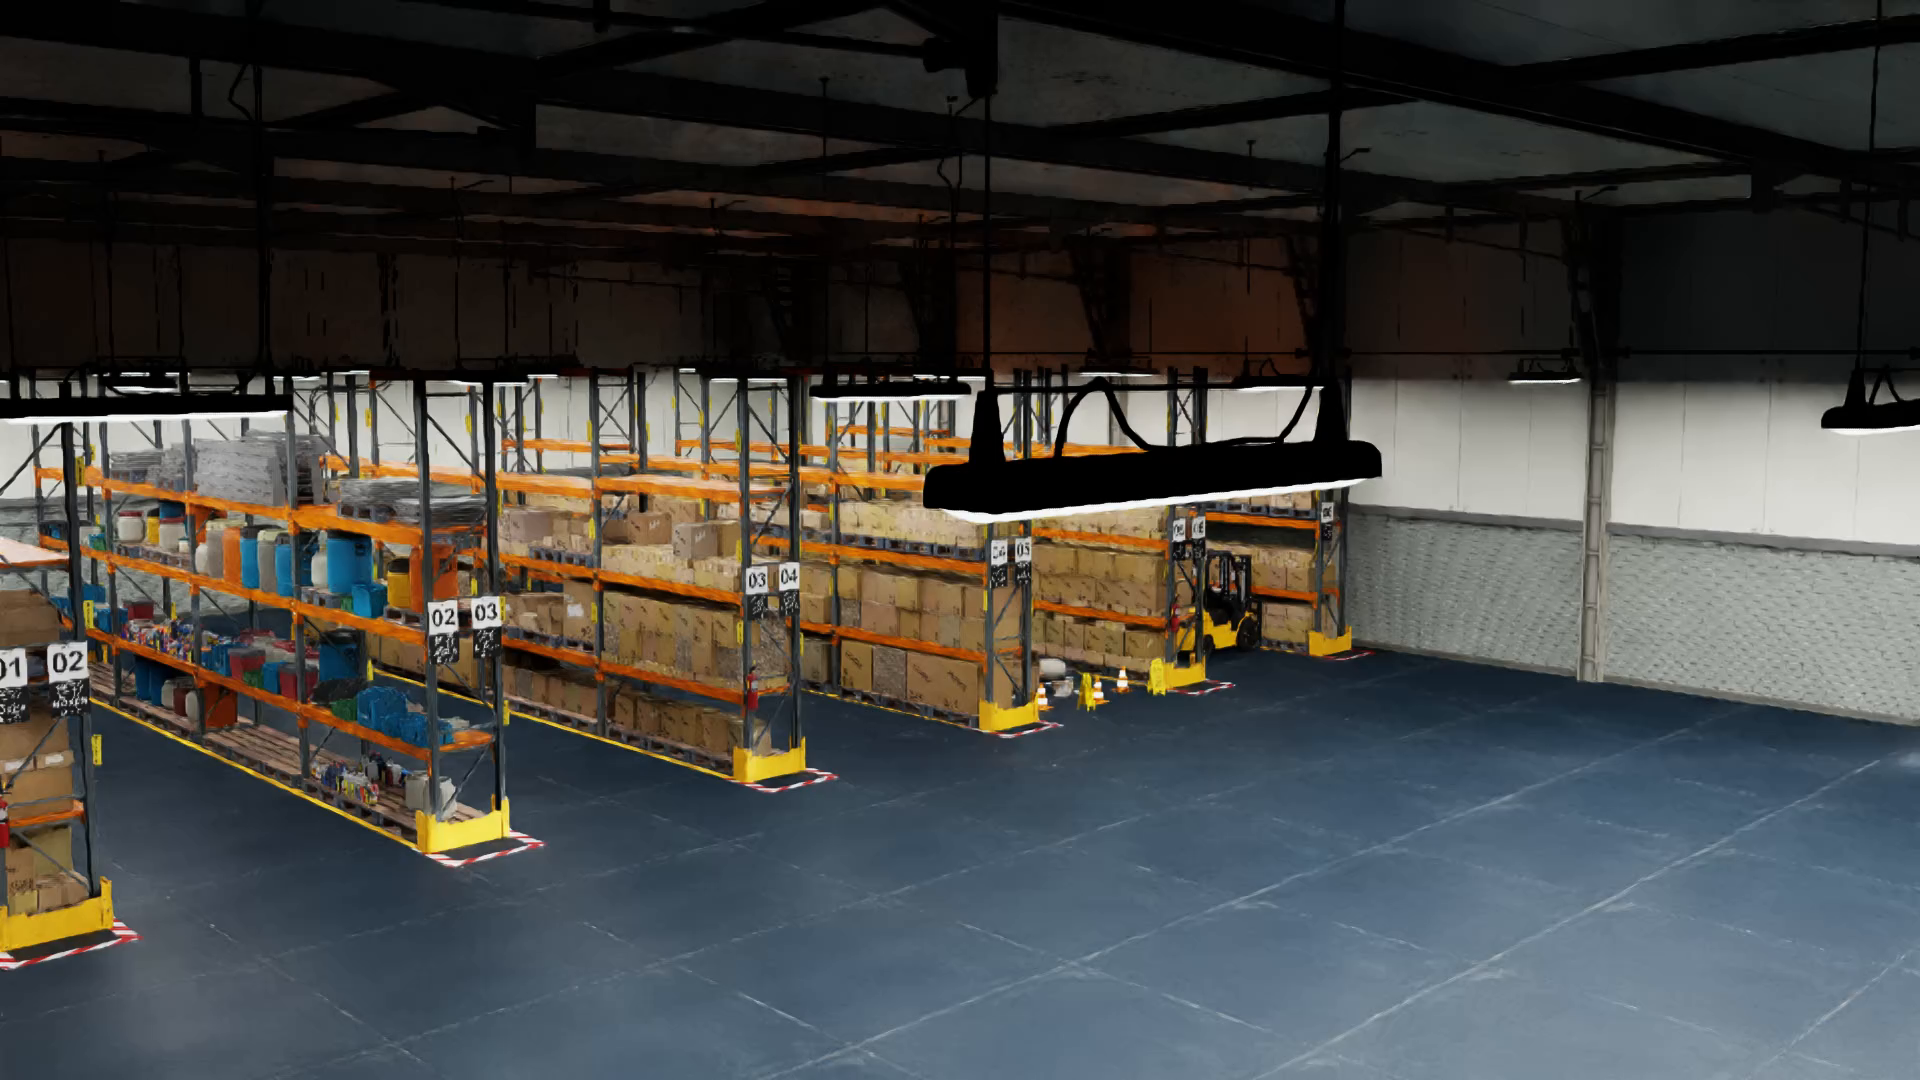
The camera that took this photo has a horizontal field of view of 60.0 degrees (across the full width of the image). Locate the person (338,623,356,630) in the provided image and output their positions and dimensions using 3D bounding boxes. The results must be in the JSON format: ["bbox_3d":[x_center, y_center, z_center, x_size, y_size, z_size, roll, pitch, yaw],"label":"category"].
[{"bbox_3d":[-11.275,1.987,30.513,0.489,1.787,0.608,-2,7,-14],"label":"person"}]
